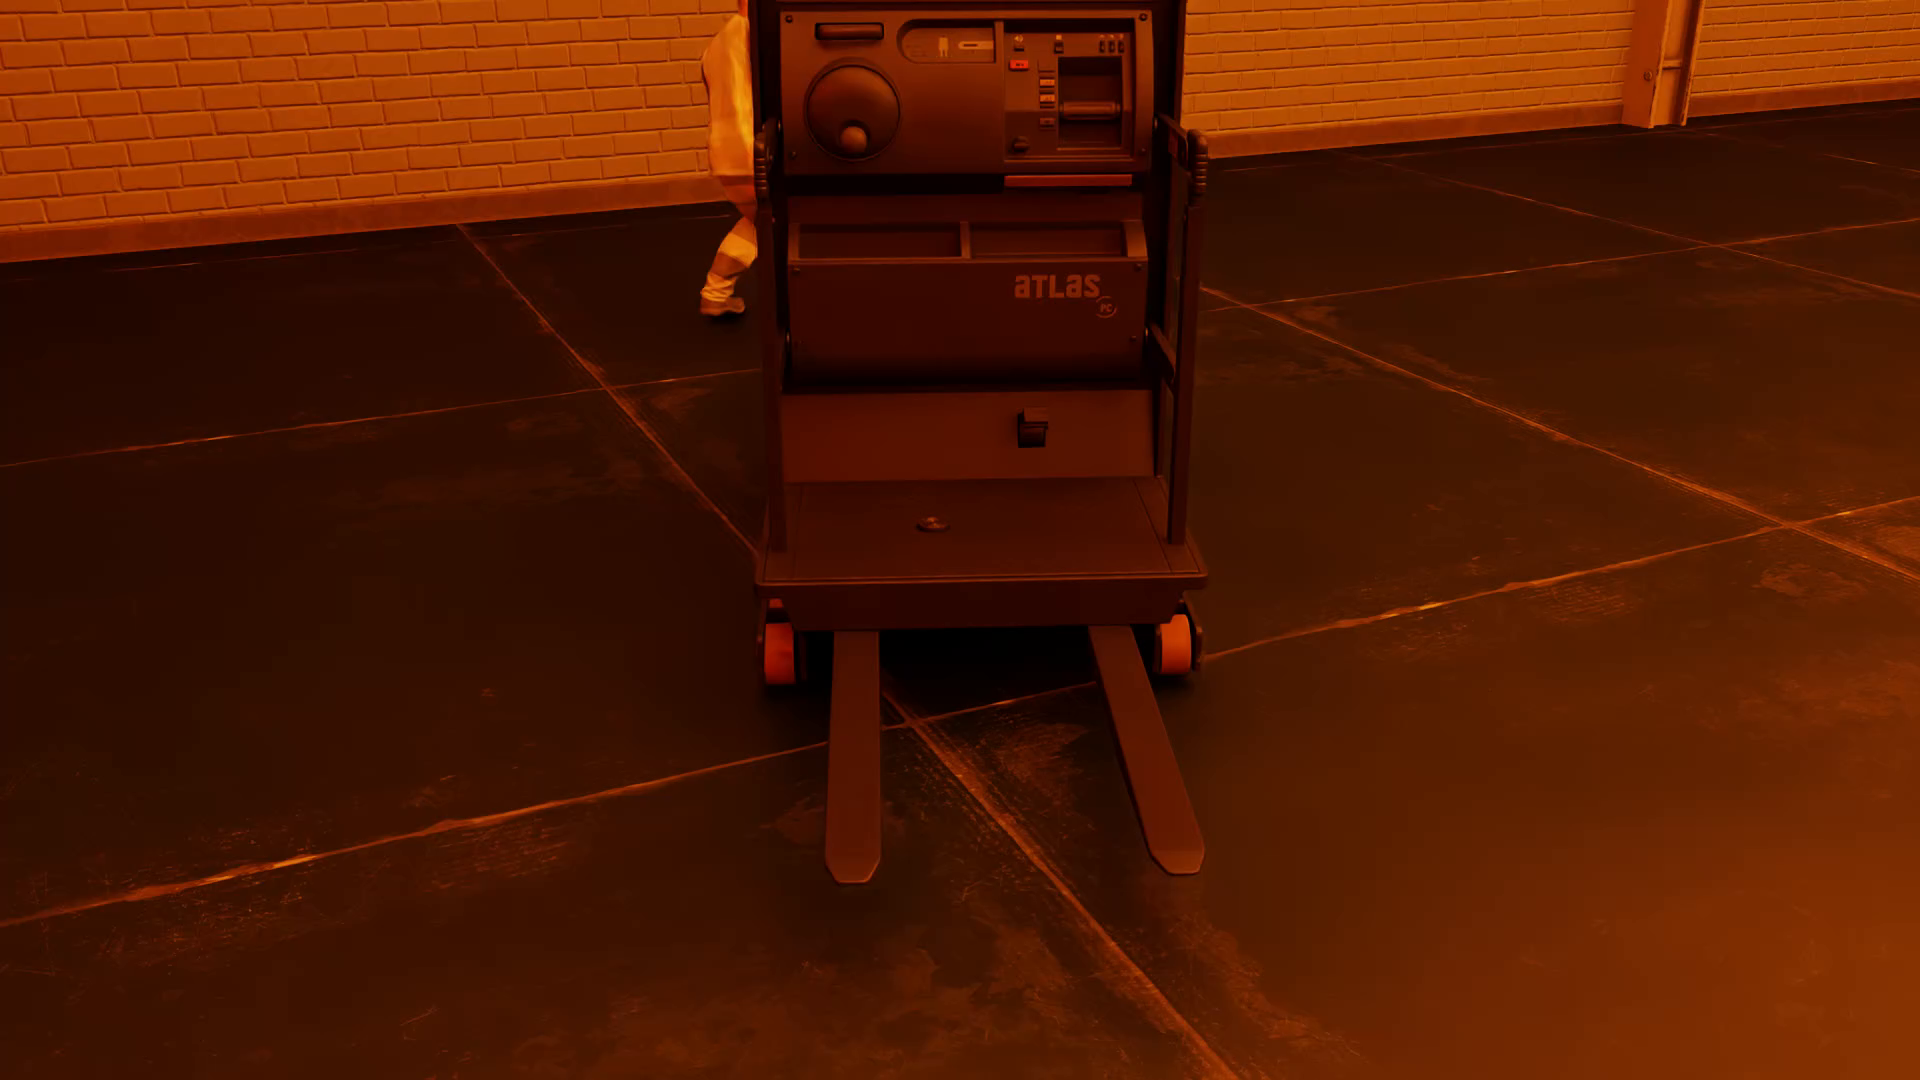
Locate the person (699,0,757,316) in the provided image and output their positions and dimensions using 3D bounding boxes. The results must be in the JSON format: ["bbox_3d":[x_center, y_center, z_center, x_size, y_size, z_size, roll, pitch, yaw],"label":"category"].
[{"bbox_3d":[-0.767,-1.673,7.117,0.809,1.522,0.690,16,27,33],"label":"person"}]

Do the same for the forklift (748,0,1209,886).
[{"bbox_3d":[0.032,-1.110,3.959,1.130,2.935,3.031,-1,23,-3],"label":"forklift"}]
